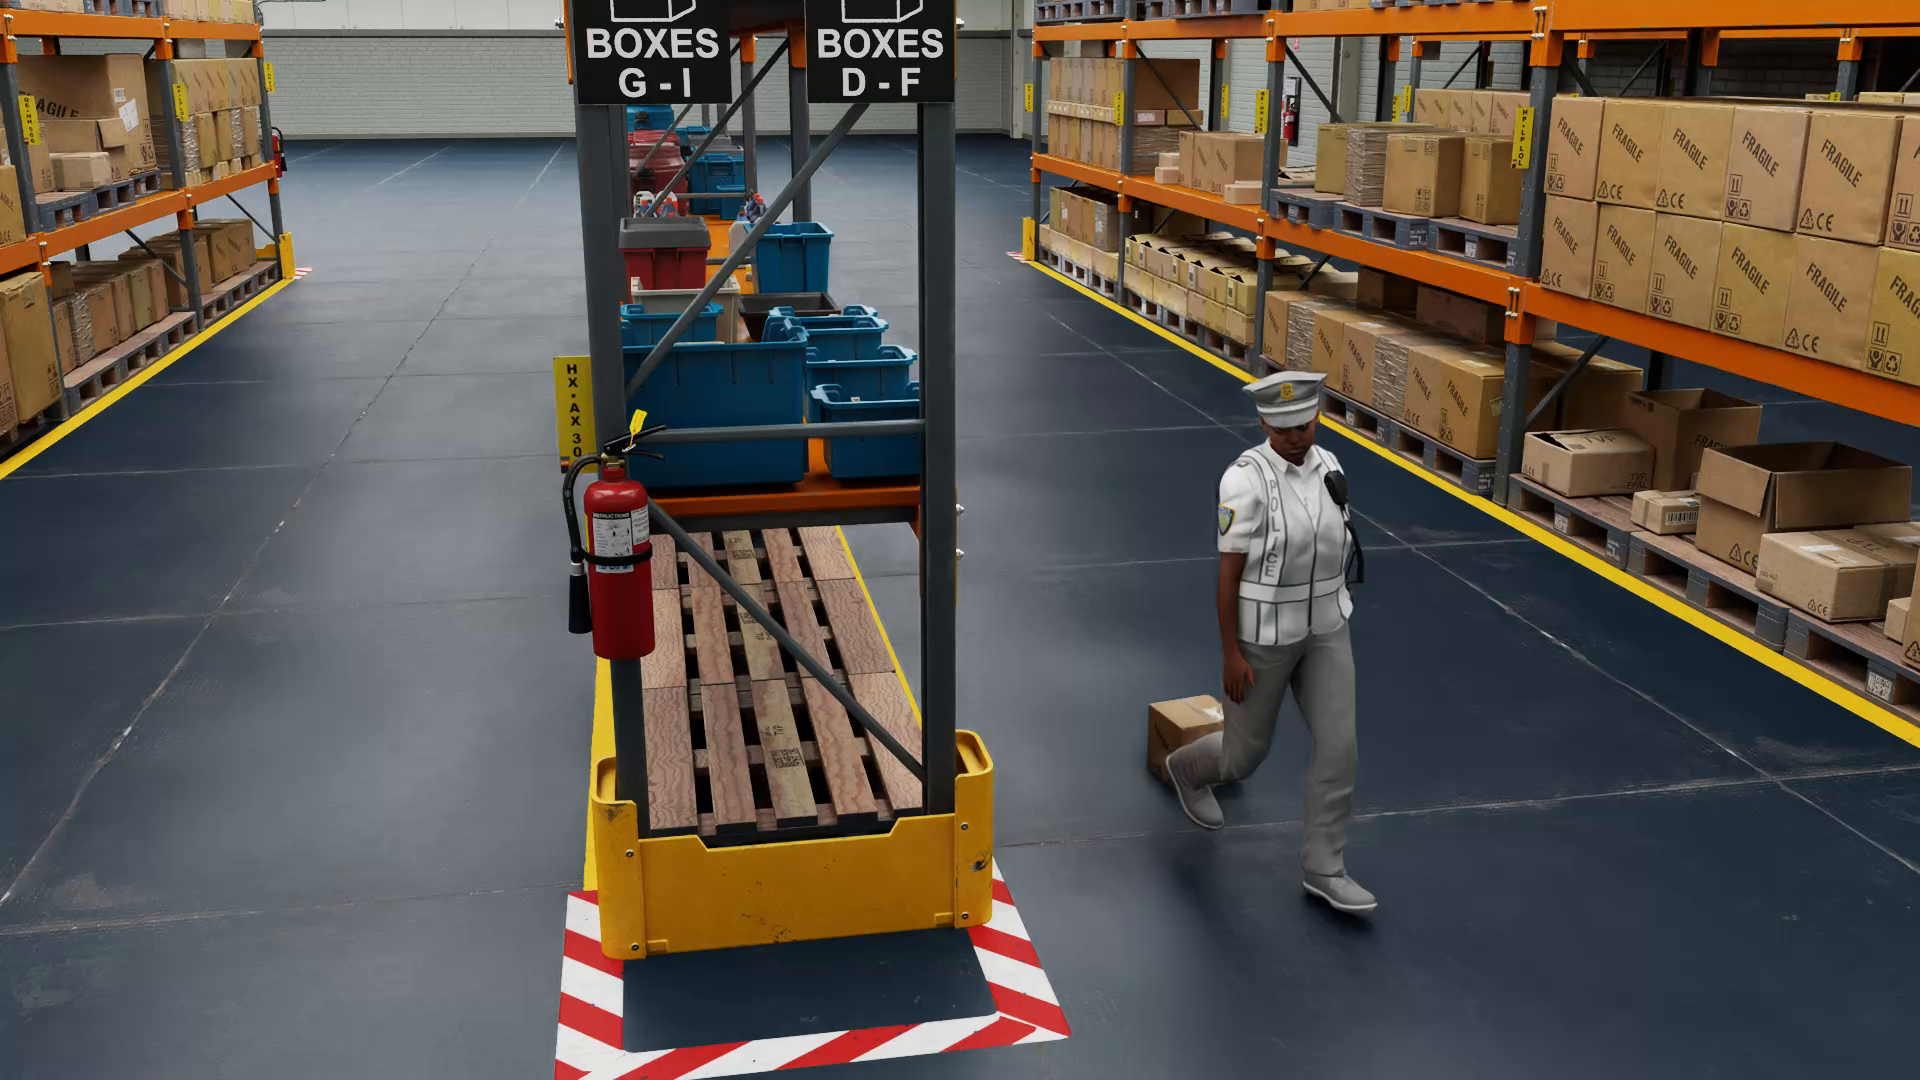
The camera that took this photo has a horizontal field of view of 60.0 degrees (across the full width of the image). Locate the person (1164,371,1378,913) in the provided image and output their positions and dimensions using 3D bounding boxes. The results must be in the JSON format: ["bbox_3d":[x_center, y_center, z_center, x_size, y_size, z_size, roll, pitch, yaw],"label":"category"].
[{"bbox_3d":[0.971,0.278,5.094,0.479,1.626,0.847,-7,18,-21],"label":"person"}]
